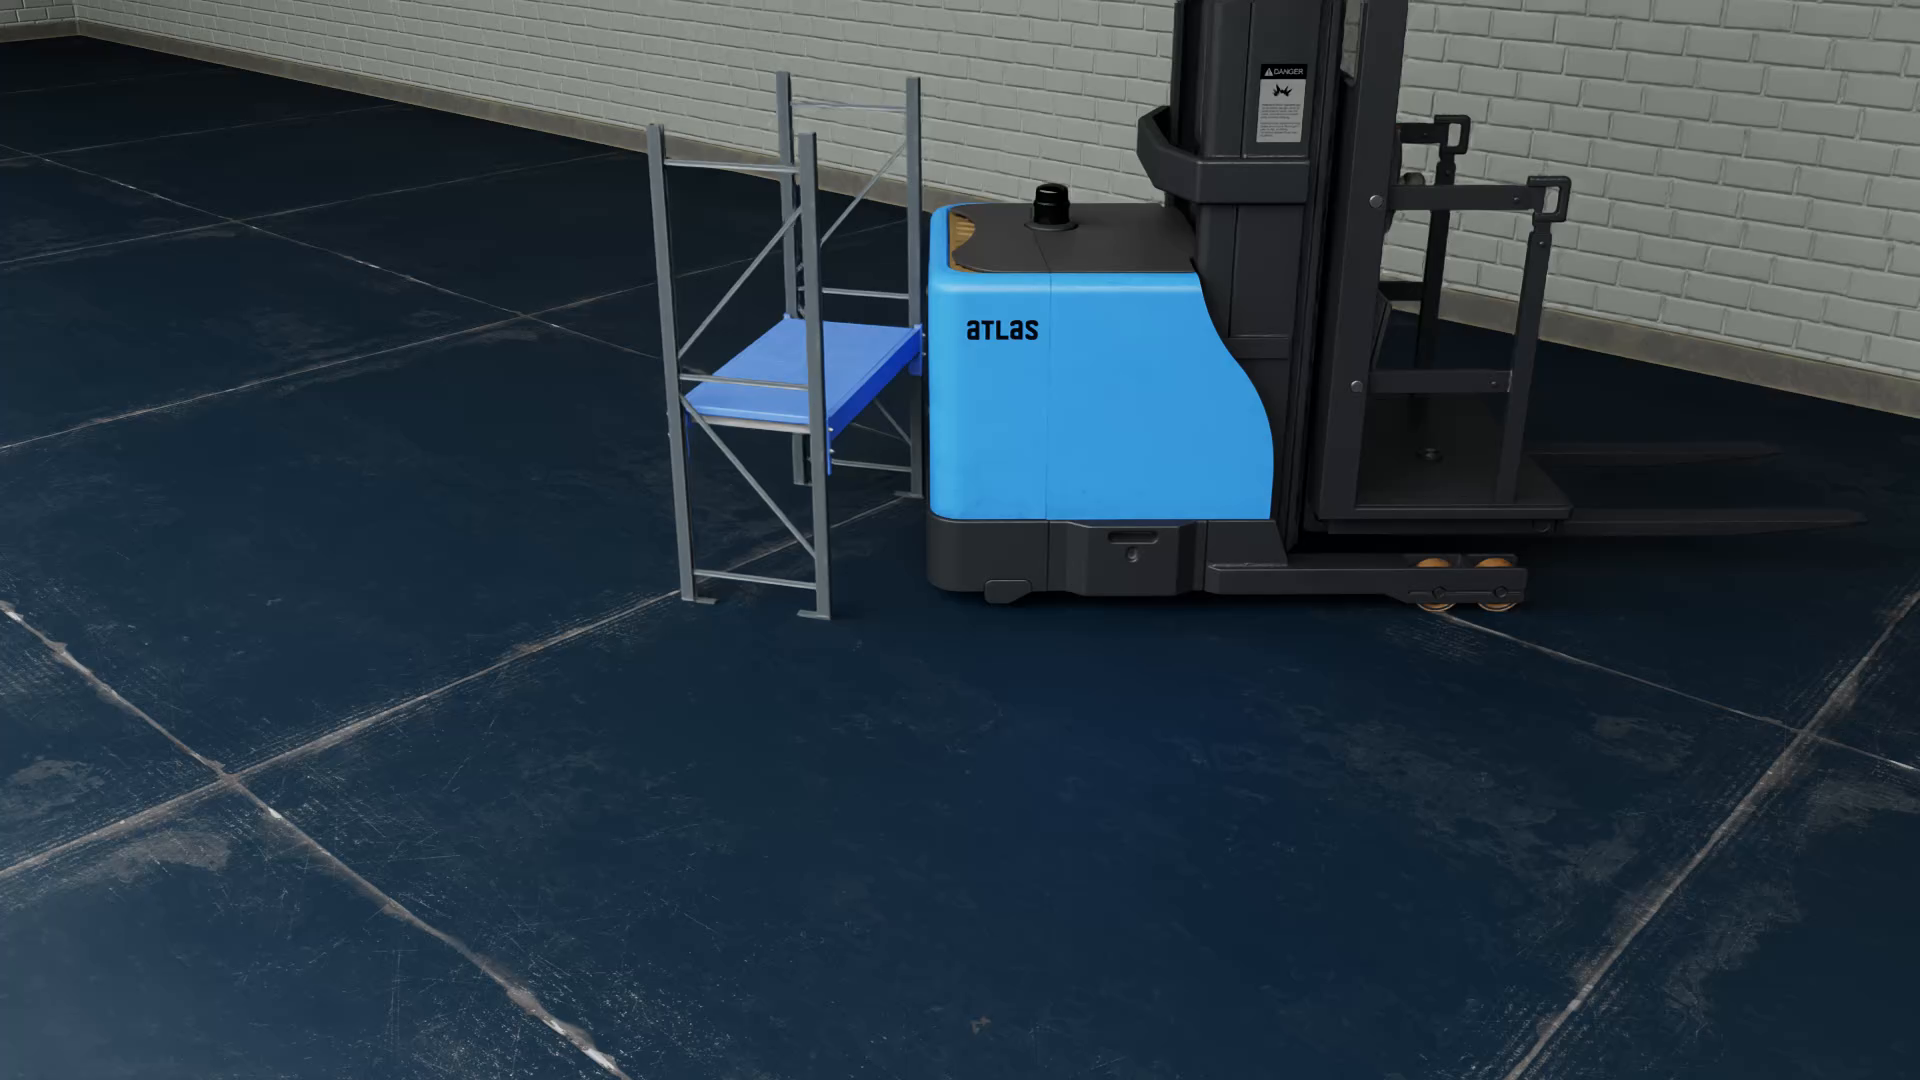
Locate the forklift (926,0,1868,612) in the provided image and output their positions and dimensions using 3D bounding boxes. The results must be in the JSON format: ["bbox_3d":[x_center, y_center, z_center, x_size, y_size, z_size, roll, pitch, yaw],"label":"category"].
[{"bbox_3d":[1.406,-1.328,5.130,3.031,2.935,1.130,0,24,0],"label":"forklift"}]

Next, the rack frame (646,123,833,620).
[{"bbox_3d":[-0.643,-0.467,4.958,0.500,1.500,0.032,6,25,14],"label":"rack frame"}]

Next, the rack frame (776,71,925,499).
[{"bbox_3d":[-0.375,-0.868,5.853,0.500,1.500,0.032,6,25,14],"label":"rack frame"}]

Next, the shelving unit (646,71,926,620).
[{"bbox_3d":[-0.509,-0.668,5.406,0.538,1.500,1.048,6,25,14],"label":"shelving unit"}]

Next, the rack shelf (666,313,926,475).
[{"bbox_3d":[-0.509,-0.503,5.479,0.538,0.185,1.000,6,25,14],"label":"rack shelf"}]
